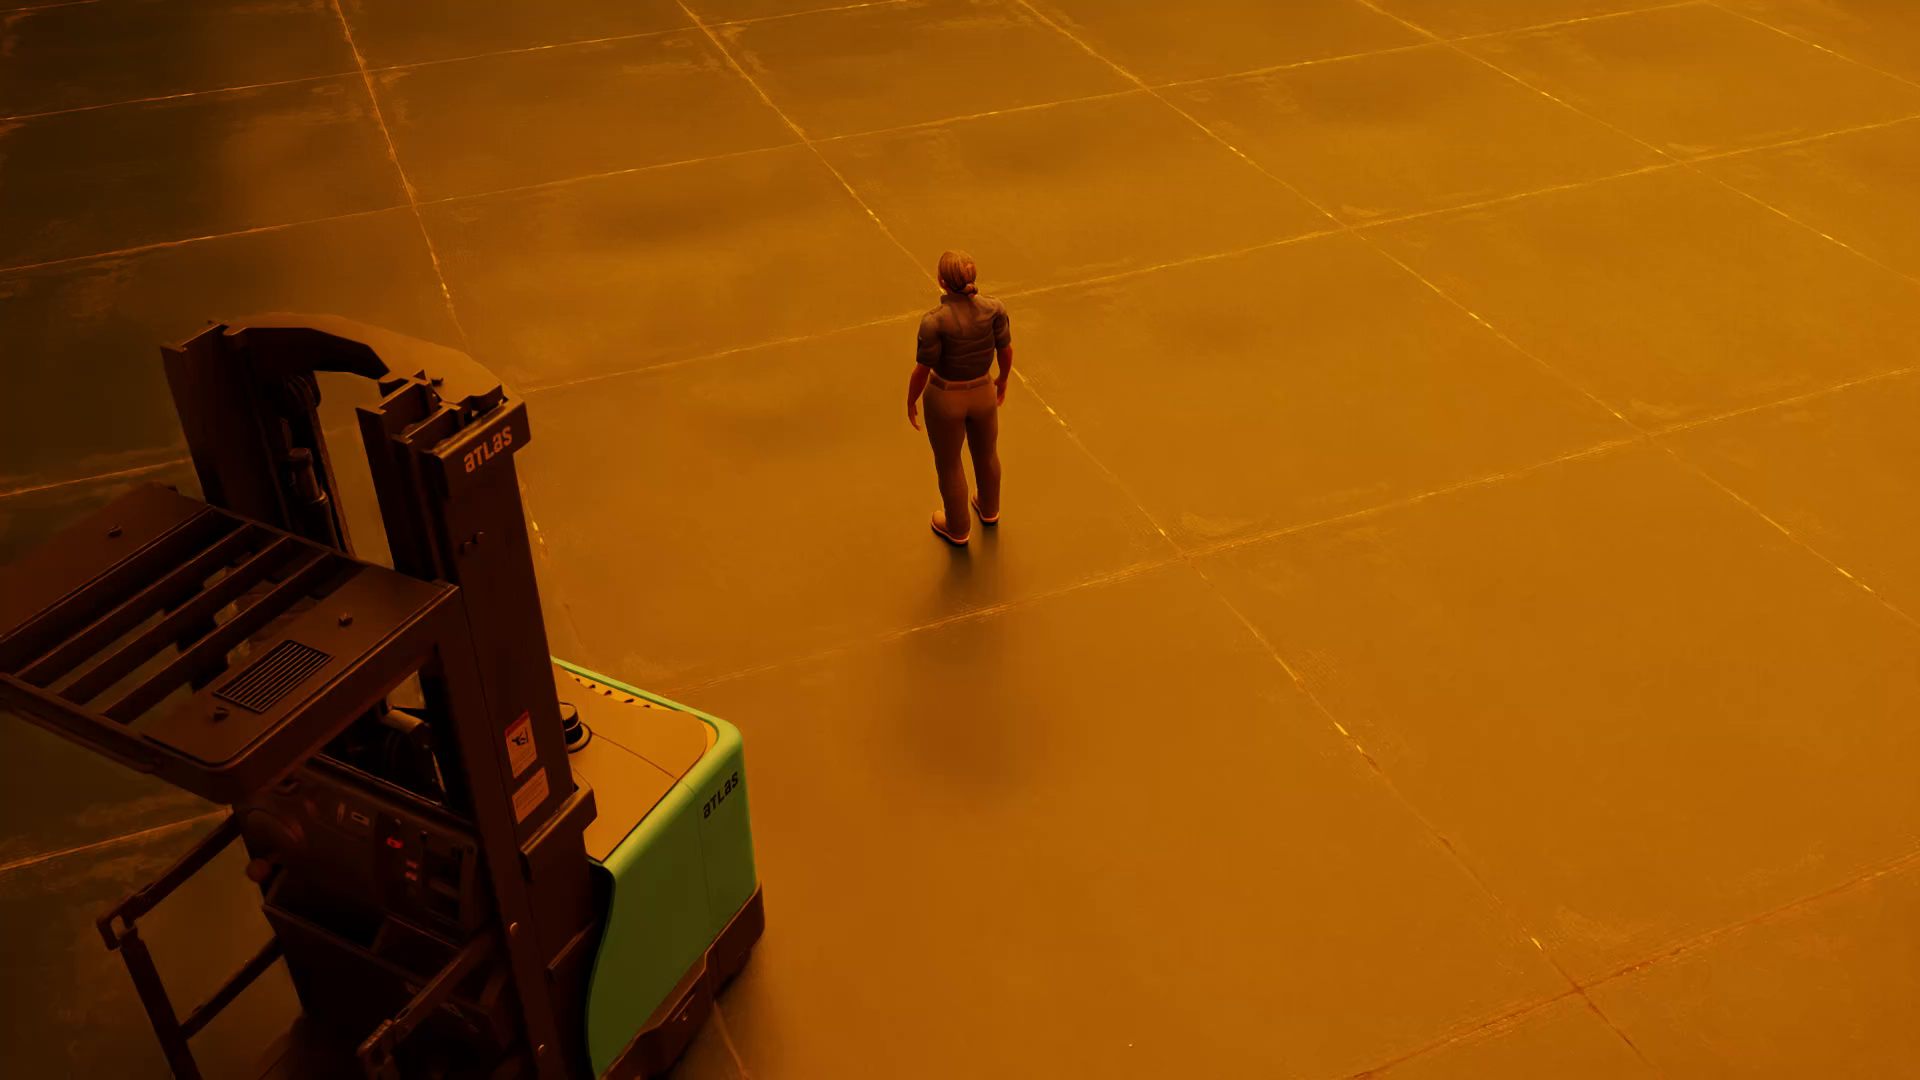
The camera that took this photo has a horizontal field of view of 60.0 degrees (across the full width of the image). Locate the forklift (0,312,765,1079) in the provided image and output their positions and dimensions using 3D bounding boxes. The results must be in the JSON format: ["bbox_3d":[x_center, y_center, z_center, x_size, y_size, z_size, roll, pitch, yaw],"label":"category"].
[{"bbox_3d":[-1.877,0.966,4.741,1.130,2.935,3.031,17,39,22],"label":"forklift"}]

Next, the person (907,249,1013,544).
[{"bbox_3d":[-0.017,-0.731,8.216,0.570,1.656,0.503,-14,38,-19],"label":"person"}]
